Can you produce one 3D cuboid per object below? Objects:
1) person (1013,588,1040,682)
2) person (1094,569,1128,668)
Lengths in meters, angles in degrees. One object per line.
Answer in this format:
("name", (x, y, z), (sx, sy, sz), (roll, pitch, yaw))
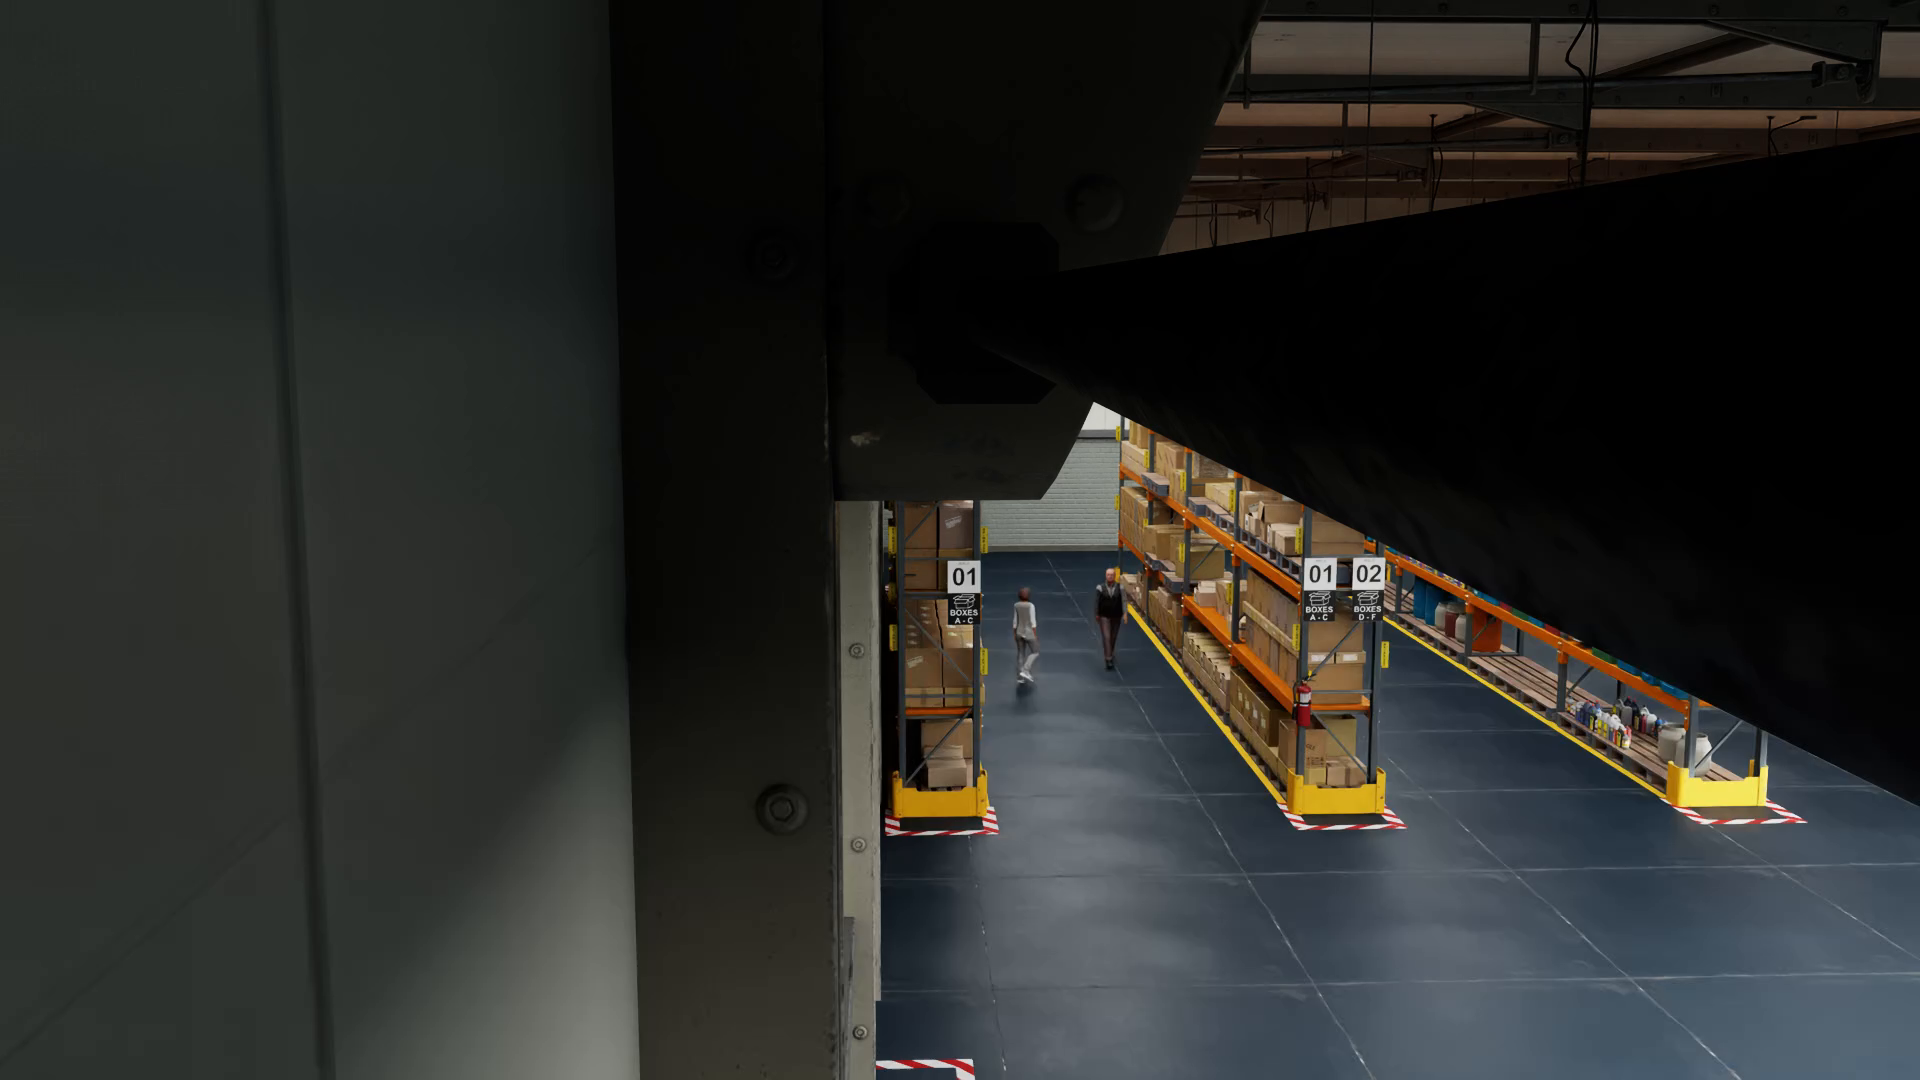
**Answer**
("person", (1.060, 1.584, 27.507), (0.437, 1.598, 0.425), (6, 10, 36))
("person", (2.637, 1.333, 28.960), (0.562, 1.667, 1.068), (-1, 8, -5))
